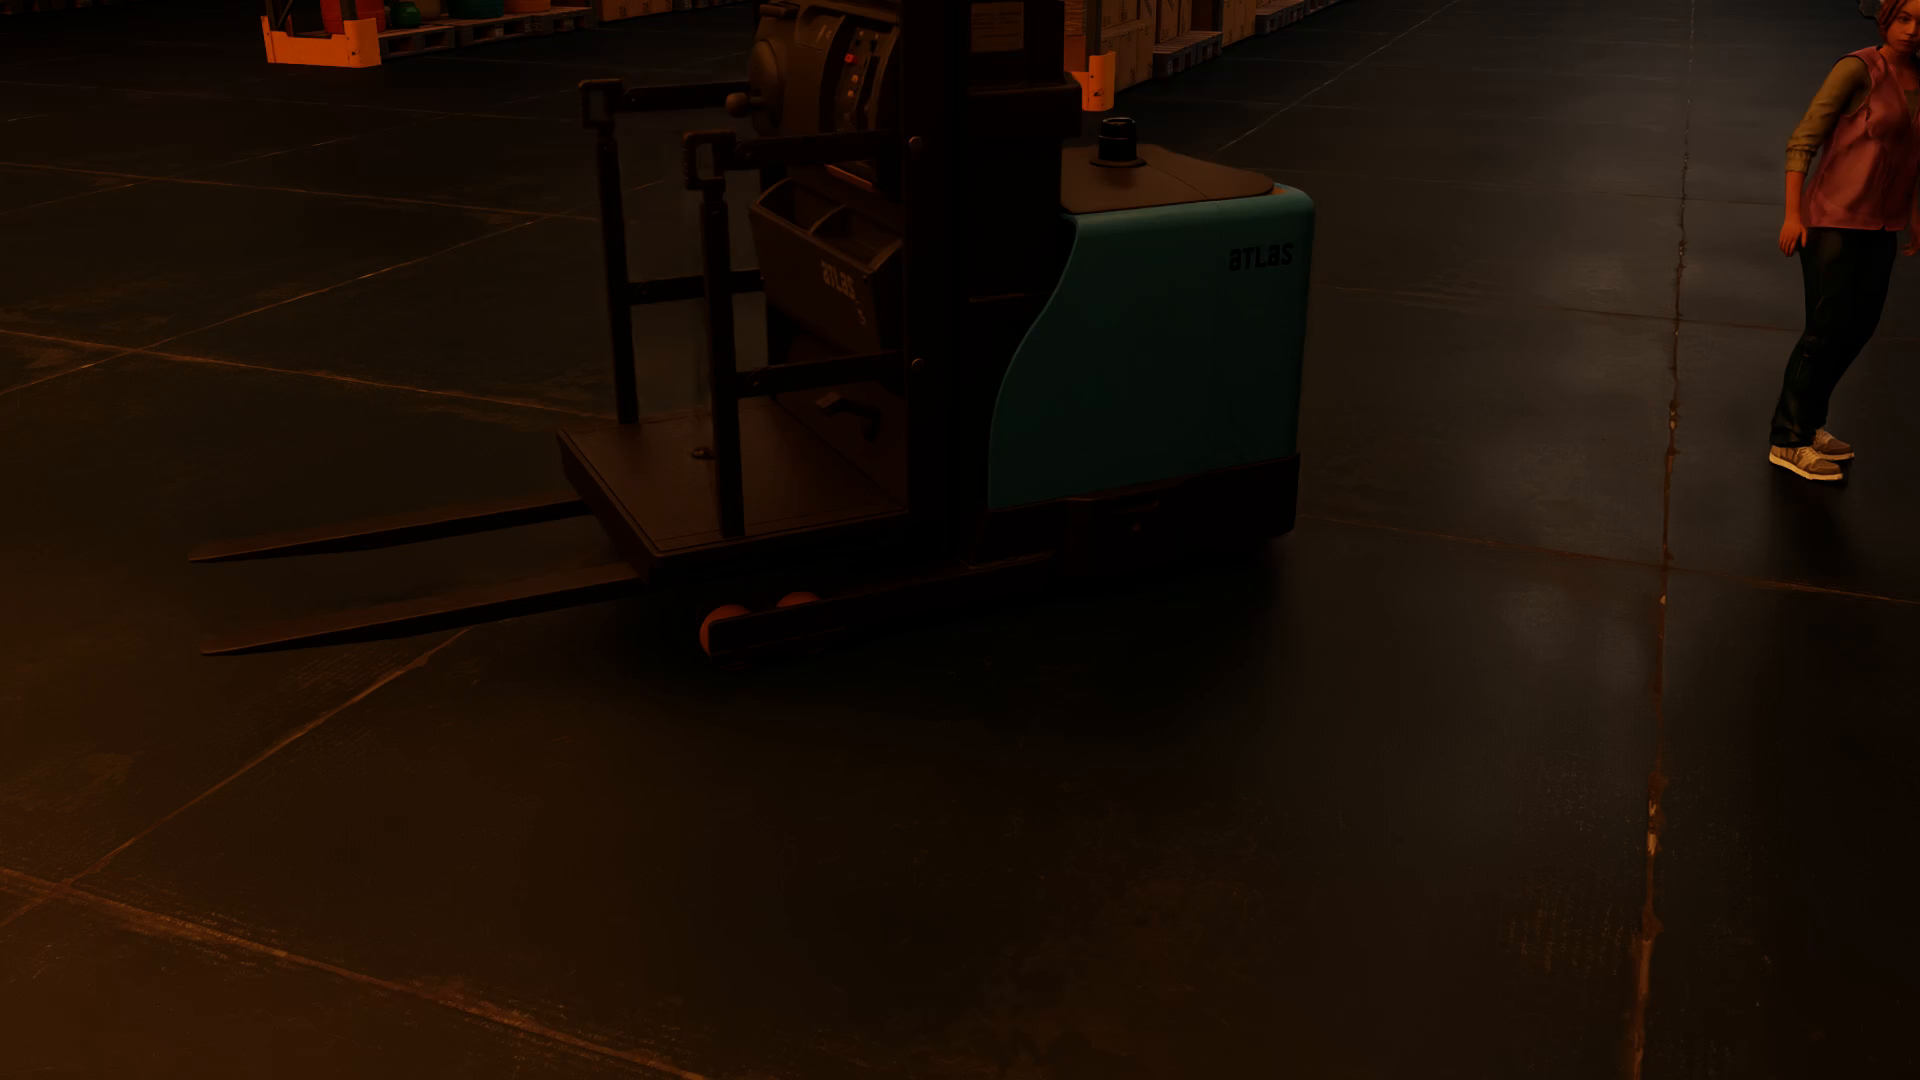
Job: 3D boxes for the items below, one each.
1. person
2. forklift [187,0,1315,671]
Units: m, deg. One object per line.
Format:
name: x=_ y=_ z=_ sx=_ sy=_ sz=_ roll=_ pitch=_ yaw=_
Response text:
person: x=2.945 y=-1.004 z=5.436 sx=0.579 sy=1.592 sz=0.417 roll=-10 pitch=24 yaw=-22
forklift: x=-0.549 y=-1.248 z=4.279 sx=3.031 sy=2.935 sz=1.130 roll=-10 pitch=25 yaw=-23
